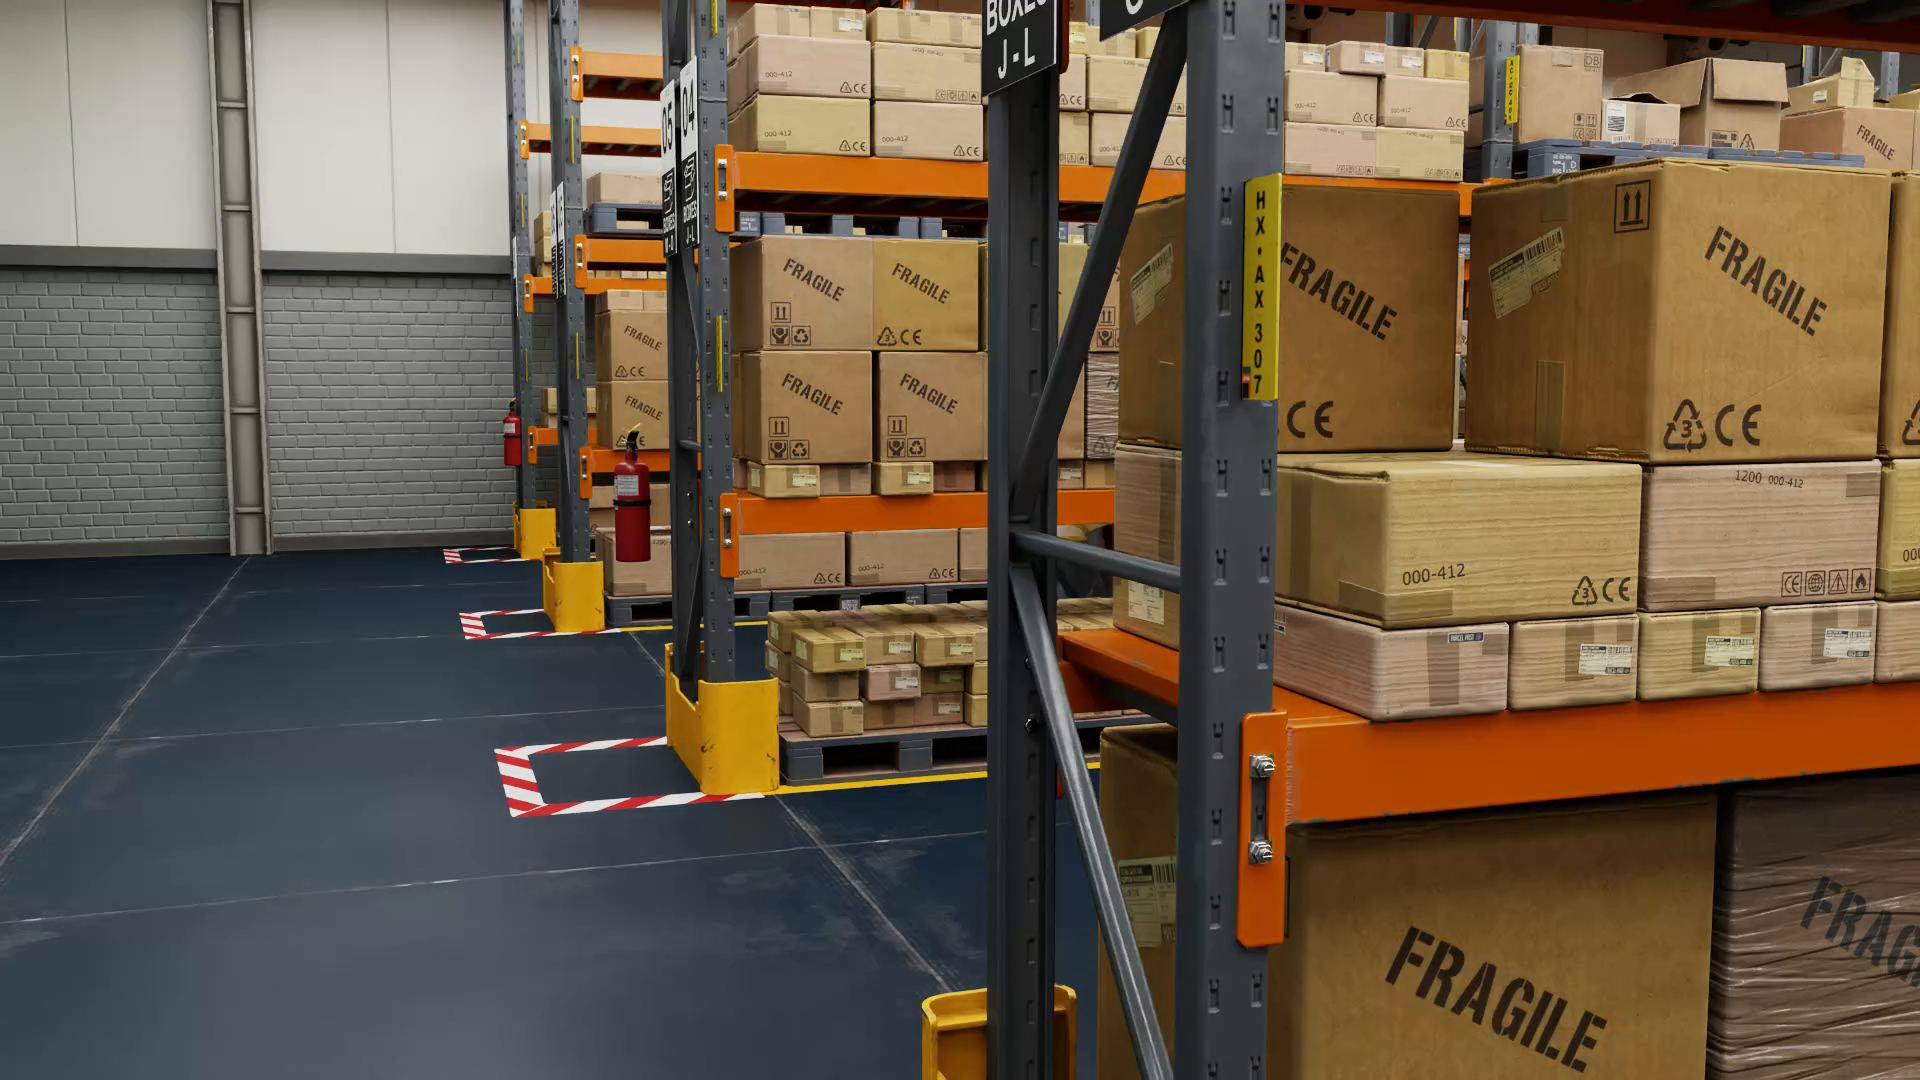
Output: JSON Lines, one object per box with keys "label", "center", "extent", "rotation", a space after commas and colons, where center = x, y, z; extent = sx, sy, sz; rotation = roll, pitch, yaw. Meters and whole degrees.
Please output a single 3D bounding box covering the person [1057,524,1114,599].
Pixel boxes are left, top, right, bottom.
{"label": "person", "center": [0.859, 0.102, 10.034], "extent": [0.832, 1.497, 0.487], "rotation": [-1, 6, -11]}
